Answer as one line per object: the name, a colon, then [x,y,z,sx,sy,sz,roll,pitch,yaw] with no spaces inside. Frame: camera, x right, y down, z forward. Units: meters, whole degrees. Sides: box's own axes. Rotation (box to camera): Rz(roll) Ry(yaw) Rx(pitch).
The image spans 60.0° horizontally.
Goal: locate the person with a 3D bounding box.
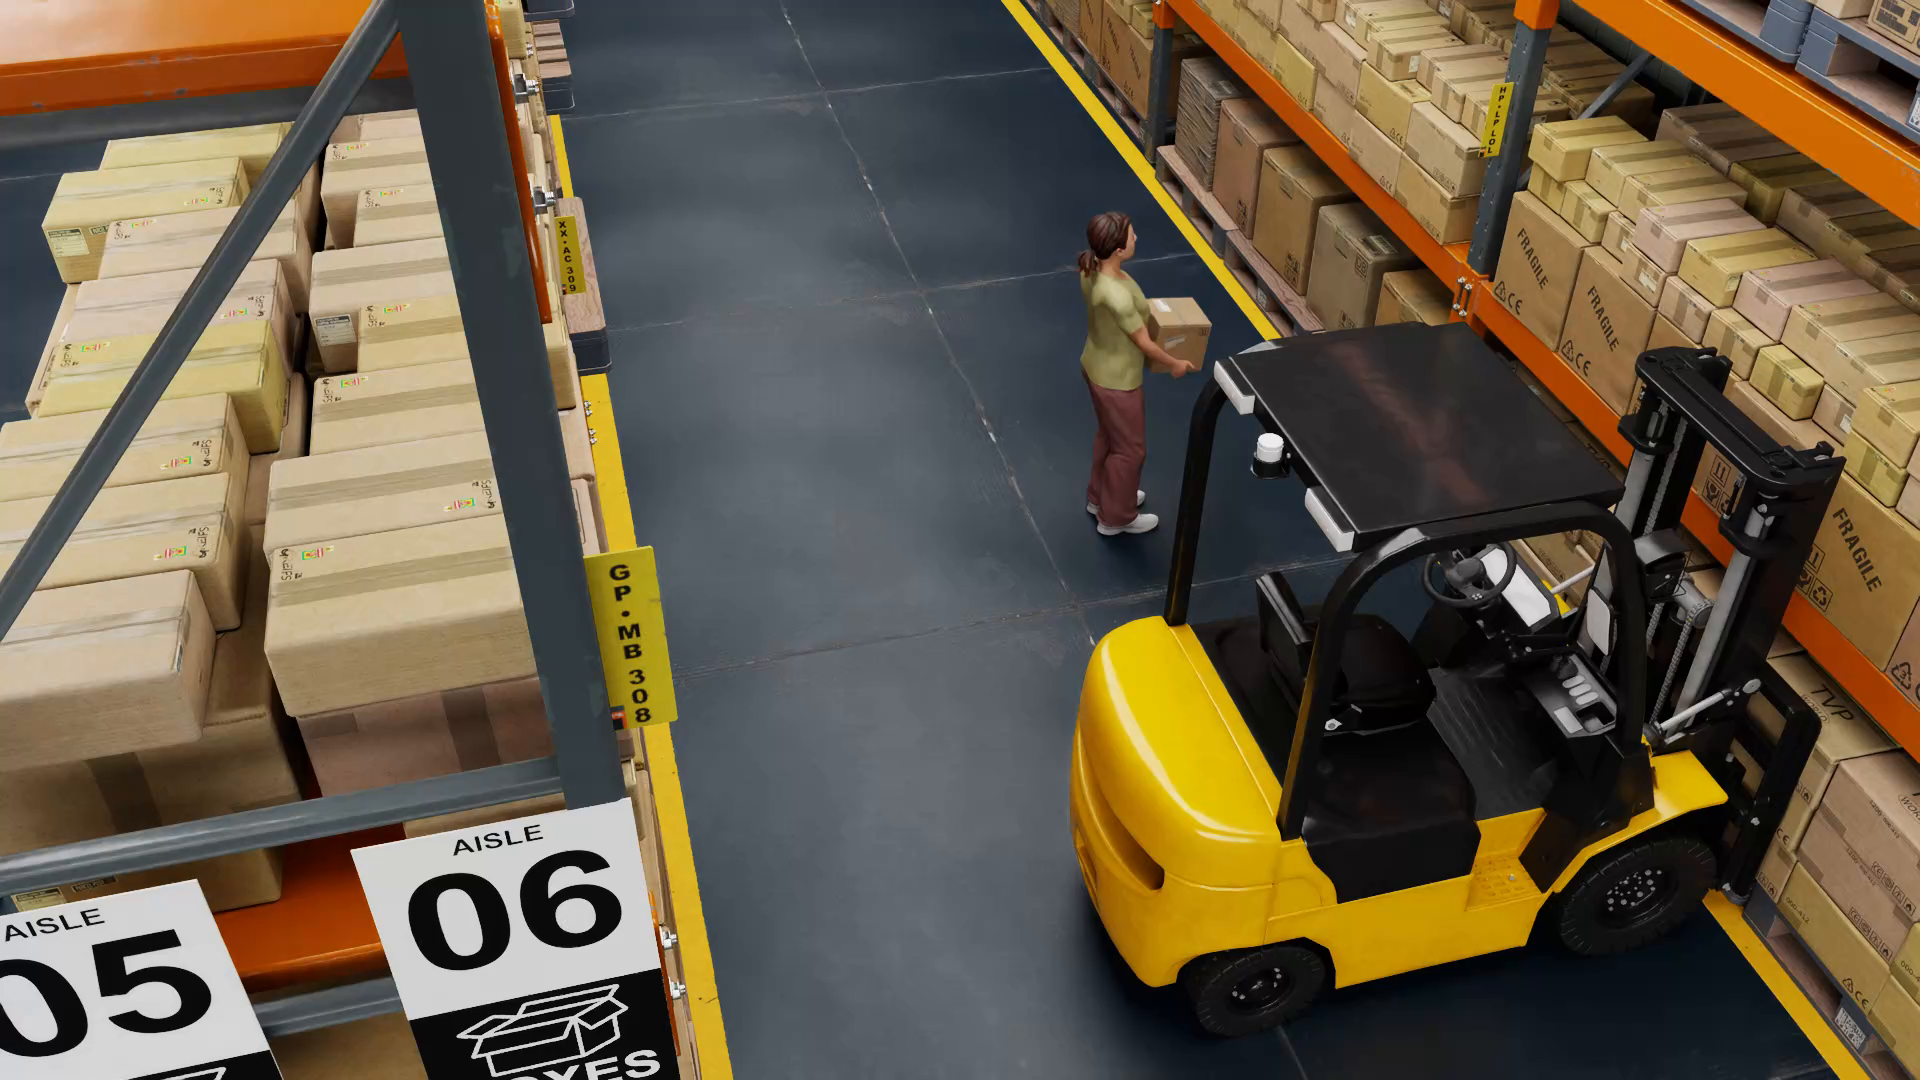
person: [0.774,-0.766,7.694,0.547,1.666,0.426,-9,39,-11]
